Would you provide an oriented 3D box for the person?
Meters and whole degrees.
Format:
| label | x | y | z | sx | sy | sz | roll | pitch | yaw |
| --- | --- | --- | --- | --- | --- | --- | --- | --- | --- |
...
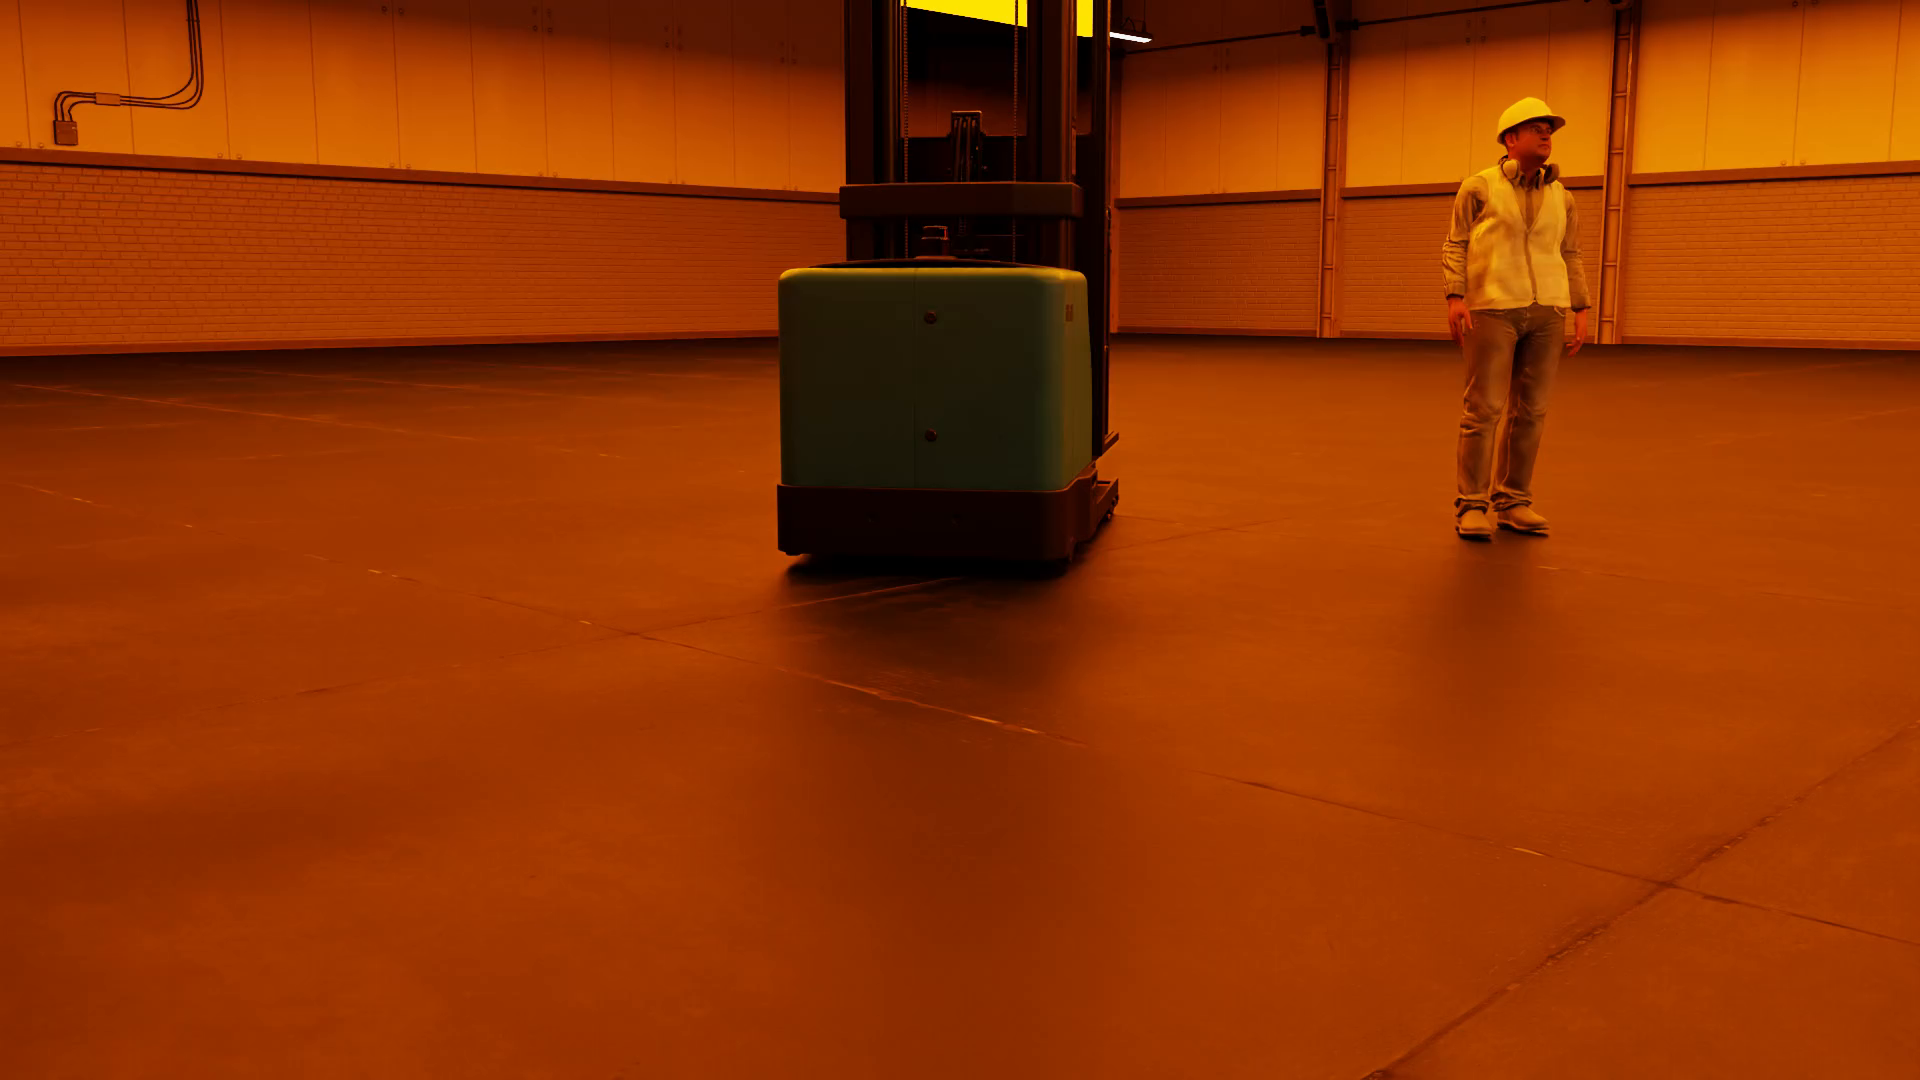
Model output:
| label | x | y | z | sx | sy | sz | roll | pitch | yaw |
| --- | --- | --- | --- | --- | --- | --- | --- | --- | --- |
| person | 2.315 | -0.924 | 6.842 | 0.631 | 1.774 | 0.569 | -1 | 9 | -8 |

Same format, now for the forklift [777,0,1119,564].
| label | x | y | z | sx | sy | sz | roll | pitch | yaw |
| --- | --- | --- | --- | --- | --- | --- | --- | --- | --- |
| forklift | 0.112 | -1.541 | 7.107 | 1.130 | 2.935 | 3.031 | 2 | 9 | 10 |
